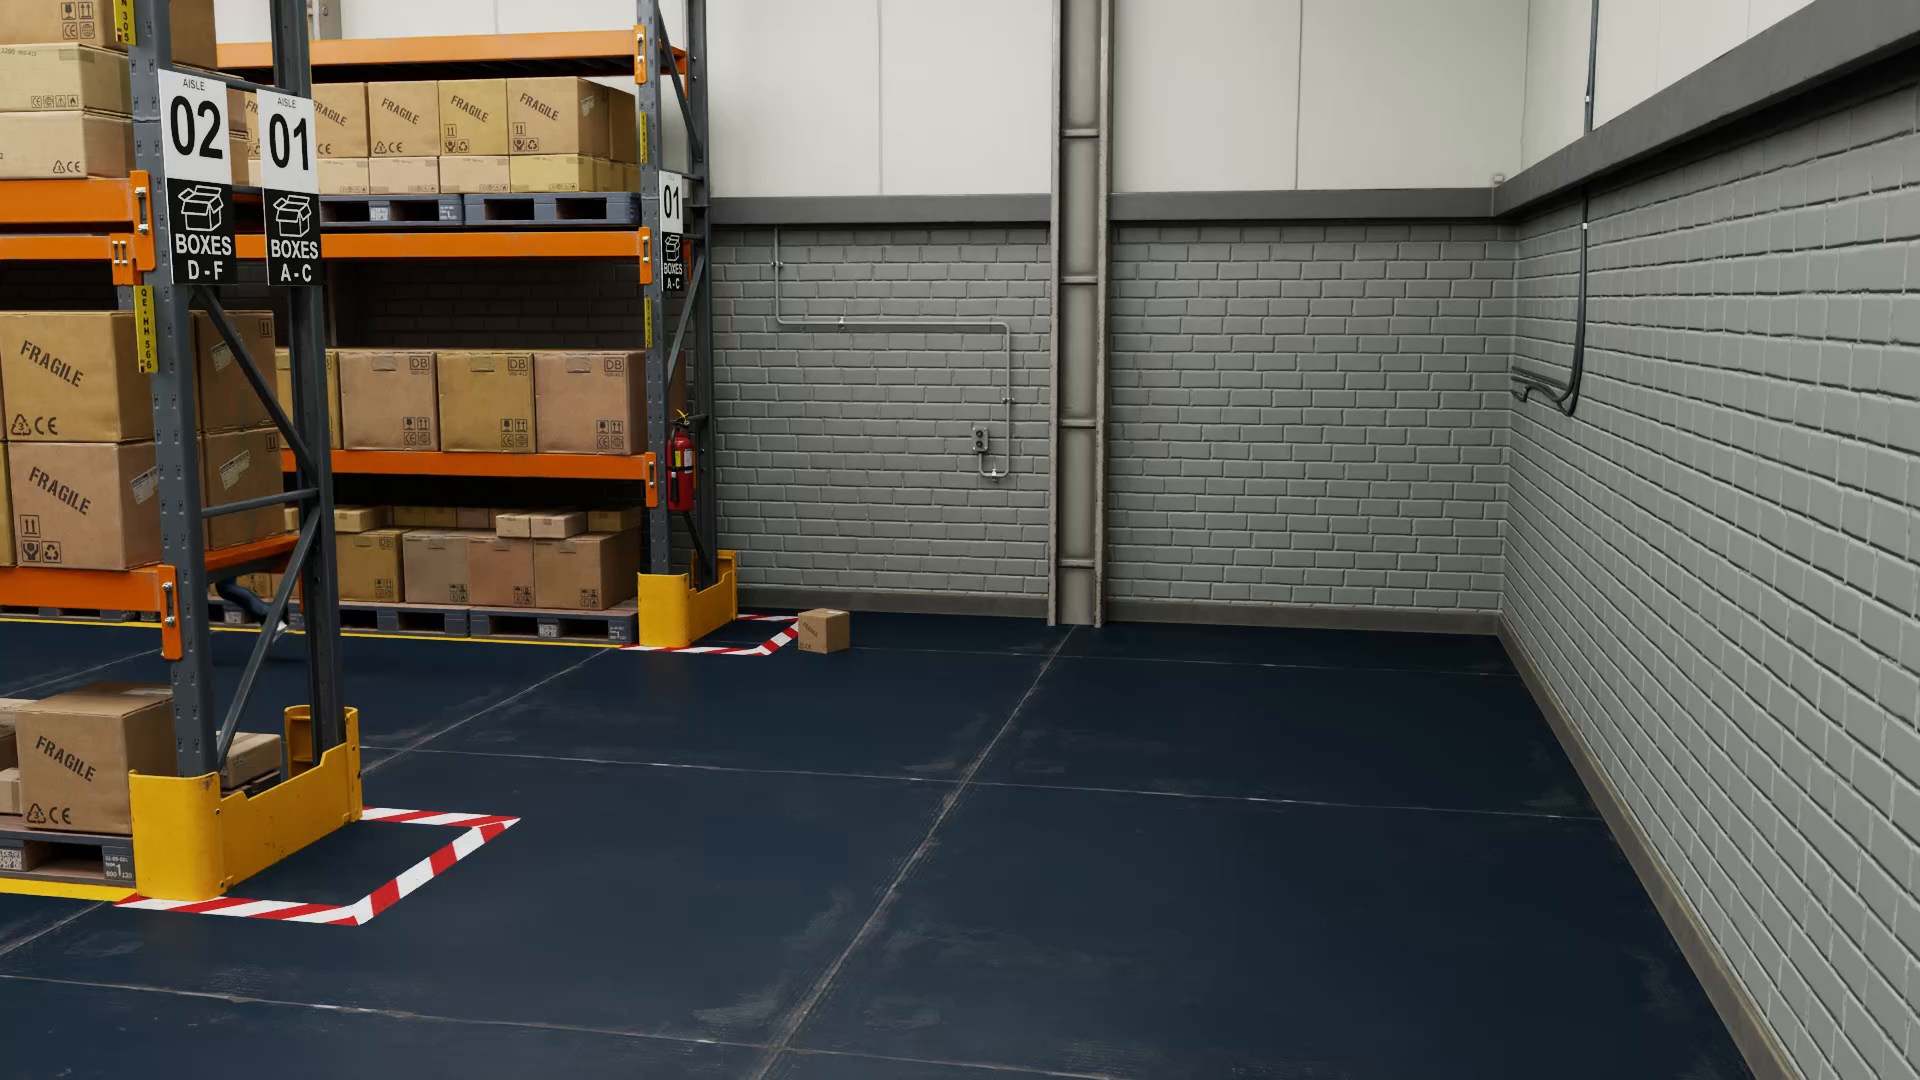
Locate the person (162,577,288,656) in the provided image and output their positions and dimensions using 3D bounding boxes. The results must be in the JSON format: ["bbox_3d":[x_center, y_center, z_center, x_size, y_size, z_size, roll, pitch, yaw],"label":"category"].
[{"bbox_3d":[-4.817,0.000,10.786,0.819,1.570,0.409,2,8,12],"label":"person"}]
